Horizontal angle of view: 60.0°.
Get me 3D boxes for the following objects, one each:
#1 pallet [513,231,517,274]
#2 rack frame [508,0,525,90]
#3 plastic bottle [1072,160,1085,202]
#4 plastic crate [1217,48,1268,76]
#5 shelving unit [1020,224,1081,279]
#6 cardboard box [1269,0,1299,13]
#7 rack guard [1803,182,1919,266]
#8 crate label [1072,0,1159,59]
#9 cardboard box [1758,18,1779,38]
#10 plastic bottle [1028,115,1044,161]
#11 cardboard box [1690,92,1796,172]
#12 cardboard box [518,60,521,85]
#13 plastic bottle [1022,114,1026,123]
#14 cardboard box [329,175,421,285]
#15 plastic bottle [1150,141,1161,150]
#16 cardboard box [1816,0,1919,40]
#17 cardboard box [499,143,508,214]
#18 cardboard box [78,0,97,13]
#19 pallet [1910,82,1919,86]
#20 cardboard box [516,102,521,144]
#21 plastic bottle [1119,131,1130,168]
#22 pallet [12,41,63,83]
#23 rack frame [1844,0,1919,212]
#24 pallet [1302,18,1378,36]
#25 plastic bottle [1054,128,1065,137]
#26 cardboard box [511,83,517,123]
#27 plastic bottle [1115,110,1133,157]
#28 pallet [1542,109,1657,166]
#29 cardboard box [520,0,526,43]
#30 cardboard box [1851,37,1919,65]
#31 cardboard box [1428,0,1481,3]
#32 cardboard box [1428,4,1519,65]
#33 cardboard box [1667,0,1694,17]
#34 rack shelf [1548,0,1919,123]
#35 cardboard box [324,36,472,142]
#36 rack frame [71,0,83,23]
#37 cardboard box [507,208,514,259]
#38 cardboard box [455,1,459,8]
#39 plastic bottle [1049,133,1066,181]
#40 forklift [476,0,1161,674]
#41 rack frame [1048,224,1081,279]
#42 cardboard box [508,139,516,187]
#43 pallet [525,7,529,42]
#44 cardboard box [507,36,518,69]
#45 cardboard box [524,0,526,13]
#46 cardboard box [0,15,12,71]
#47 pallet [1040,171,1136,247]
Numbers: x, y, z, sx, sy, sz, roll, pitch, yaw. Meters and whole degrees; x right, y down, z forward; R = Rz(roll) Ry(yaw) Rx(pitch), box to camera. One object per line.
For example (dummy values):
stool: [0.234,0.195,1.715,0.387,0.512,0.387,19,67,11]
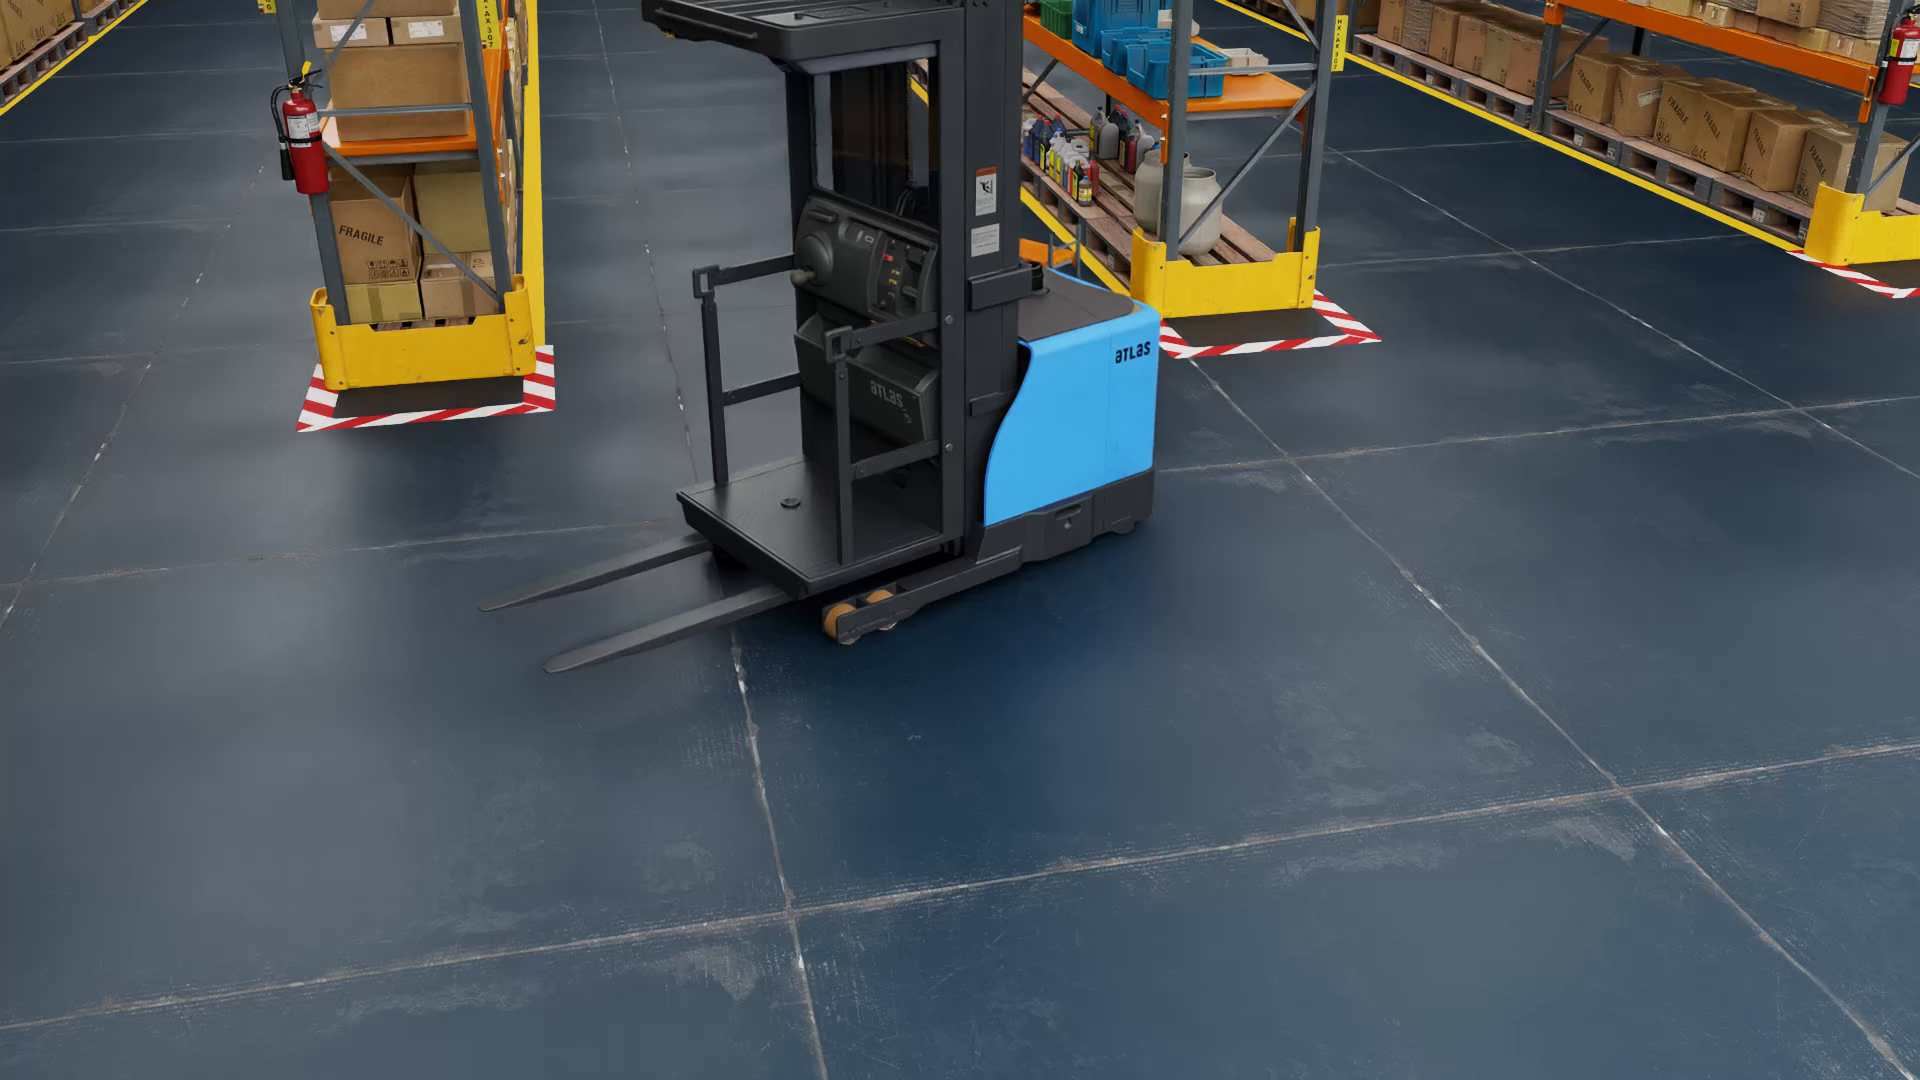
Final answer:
pallet: [-3.560,-1.949,11.378,1.003,0.211,1.213,-6,27,-12]
rack frame: [-4.879,-5.840,15.992,1.000,3.000,0.127,-6,27,-12]
plastic bottle: [0.866,-2.625,12.147,0.061,0.283,0.133,-5,27,-10]
plastic crate: [1.863,-3.137,10.930,0.298,0.136,0.250,-6,27,-12]
shelving unit: [0.327,-1.046,8.491,0.503,1.200,0.258,22,34,36]
cardboard box: [4.445,-6.781,19.747,1.225,0.875,0.875,-6,27,-11]
rack guard: [6.559,-2.250,11.653,1.175,0.500,0.348,-6,27,-12]
crate label: [1.073,-3.626,11.566,0.502,0.435,0.616,-6,27,-12]
cardboard box: [6.092,-3.764,12.158,0.380,0.149,0.250,-6,27,-12]
plastic bottle: [0.627,-3.203,13.218,0.144,0.351,0.185,-5,27,-10]
cardboard box: [6.161,-3.216,13.100,0.500,0.500,0.500,-3,27,-7]
cardboard box: [-4.403,-4.368,15.661,0.500,0.250,0.500,-6,27,-12]
plastic bottle: [0.494,-3.380,13.656,0.097,0.271,0.097,0,27,0]
cardboard box: [-3.487,-1.828,9.796,0.500,0.500,0.500,-6,27,-12]
plastic bottle: [1.501,-2.919,12.744,0.097,0.271,0.097,0,27,0]
cardboard box: [6.479,-3.754,11.418,0.875,0.500,0.500,-6,27,-12]
cardboard box: [-3.220,-2.319,10.768,0.500,0.500,0.500,-6,27,-12]
cardboard box: [-10.674,-6.502,19.611,0.700,0.500,0.500,-6,27,-11]
pallet: [10.283,-4.634,16.697,1.003,0.211,1.213,-6,27,-12]
cardboard box: [-3.941,-3.471,13.883,0.500,0.250,0.500,-5,27,-10]
plastic bottle: [1.297,-3.068,13.026,0.061,0.283,0.133,-6,27,-12]
pallet: [-10.080,-4.979,17.380,1.003,0.211,1.213,-6,27,-12]
rack frame: [6.577,-3.333,11.024,1.000,3.000,0.127,-6,27,-12]
pallet: [4.669,-5.953,19.311,1.003,0.211,1.213,-6,27,-12]
plastic bottle: [0.778,-3.116,13.134,0.097,0.271,0.097,0,27,0]
cardboard box: [-3.828,-3.501,13.321,0.500,0.311,0.500,-6,27,-11]
plastic bottle: [1.319,-3.262,13.335,0.144,0.351,0.185,-7,28,-14]
pallet: [5.861,-3.552,14.554,1.003,0.211,1.213,-6,27,-12]
cardboard box: [-4.934,-5.600,17.801,0.500,0.500,0.500,-6,27,-12]
cardboard box: [6.311,-3.325,11.287,0.380,0.149,0.250,-6,27,-12]
cardboard box: [5.083,-5.737,17.241,0.500,0.250,0.500,-3,27,-6]
cardboard box: [5.216,-5.143,16.896,0.700,0.500,0.500,-4,27,-7]
cardboard box: [5.782,-4.194,13.010,0.380,0.149,0.250,-6,27,-12]
rack shelf: [6.126,-3.889,12.925,1.077,0.370,4.000,-6,27,-12]
cardboard box: [-3.168,-2.579,9.420,0.700,0.500,0.500,-6,27,-12]
rack frame: [-10.605,-7.092,18.471,1.000,3.000,0.127,-6,27,-12]
cardboard box: [-3.208,-1.985,10.939,0.500,0.250,0.500,-6,27,-12]
cardboard box: [-3.017,-2.972,9.479,0.380,0.149,0.250,-7,28,-13]
plastic bottle: [0.766,-2.933,12.684,0.144,0.351,0.185,-6,27,-12]
forklift: [-0.560,-1.145,6.766,3.031,2.935,1.130,-19,33,-33]
rack frame: [0.510,-0.973,8.346,0.015,1.200,0.240,22,34,36]
cardboard box: [-3.660,-2.863,12.678,0.500,0.250,0.500,-6,27,-12]
pallet: [-5.560,-5.998,19.400,1.003,0.211,1.213,-6,27,-12]
cardboard box: [-4.286,-4.396,15.094,0.500,0.311,0.500,-6,27,-12]
cardboard box: [-5.390,-6.489,19.564,0.500,0.500,0.500,-6,27,-12]
cardboard box: [-9.742,-4.900,16.048,0.750,0.750,0.750,-6,27,-12]
pallet: [1.239,-2.505,12.479,1.003,0.211,1.213,-6,27,-12]
